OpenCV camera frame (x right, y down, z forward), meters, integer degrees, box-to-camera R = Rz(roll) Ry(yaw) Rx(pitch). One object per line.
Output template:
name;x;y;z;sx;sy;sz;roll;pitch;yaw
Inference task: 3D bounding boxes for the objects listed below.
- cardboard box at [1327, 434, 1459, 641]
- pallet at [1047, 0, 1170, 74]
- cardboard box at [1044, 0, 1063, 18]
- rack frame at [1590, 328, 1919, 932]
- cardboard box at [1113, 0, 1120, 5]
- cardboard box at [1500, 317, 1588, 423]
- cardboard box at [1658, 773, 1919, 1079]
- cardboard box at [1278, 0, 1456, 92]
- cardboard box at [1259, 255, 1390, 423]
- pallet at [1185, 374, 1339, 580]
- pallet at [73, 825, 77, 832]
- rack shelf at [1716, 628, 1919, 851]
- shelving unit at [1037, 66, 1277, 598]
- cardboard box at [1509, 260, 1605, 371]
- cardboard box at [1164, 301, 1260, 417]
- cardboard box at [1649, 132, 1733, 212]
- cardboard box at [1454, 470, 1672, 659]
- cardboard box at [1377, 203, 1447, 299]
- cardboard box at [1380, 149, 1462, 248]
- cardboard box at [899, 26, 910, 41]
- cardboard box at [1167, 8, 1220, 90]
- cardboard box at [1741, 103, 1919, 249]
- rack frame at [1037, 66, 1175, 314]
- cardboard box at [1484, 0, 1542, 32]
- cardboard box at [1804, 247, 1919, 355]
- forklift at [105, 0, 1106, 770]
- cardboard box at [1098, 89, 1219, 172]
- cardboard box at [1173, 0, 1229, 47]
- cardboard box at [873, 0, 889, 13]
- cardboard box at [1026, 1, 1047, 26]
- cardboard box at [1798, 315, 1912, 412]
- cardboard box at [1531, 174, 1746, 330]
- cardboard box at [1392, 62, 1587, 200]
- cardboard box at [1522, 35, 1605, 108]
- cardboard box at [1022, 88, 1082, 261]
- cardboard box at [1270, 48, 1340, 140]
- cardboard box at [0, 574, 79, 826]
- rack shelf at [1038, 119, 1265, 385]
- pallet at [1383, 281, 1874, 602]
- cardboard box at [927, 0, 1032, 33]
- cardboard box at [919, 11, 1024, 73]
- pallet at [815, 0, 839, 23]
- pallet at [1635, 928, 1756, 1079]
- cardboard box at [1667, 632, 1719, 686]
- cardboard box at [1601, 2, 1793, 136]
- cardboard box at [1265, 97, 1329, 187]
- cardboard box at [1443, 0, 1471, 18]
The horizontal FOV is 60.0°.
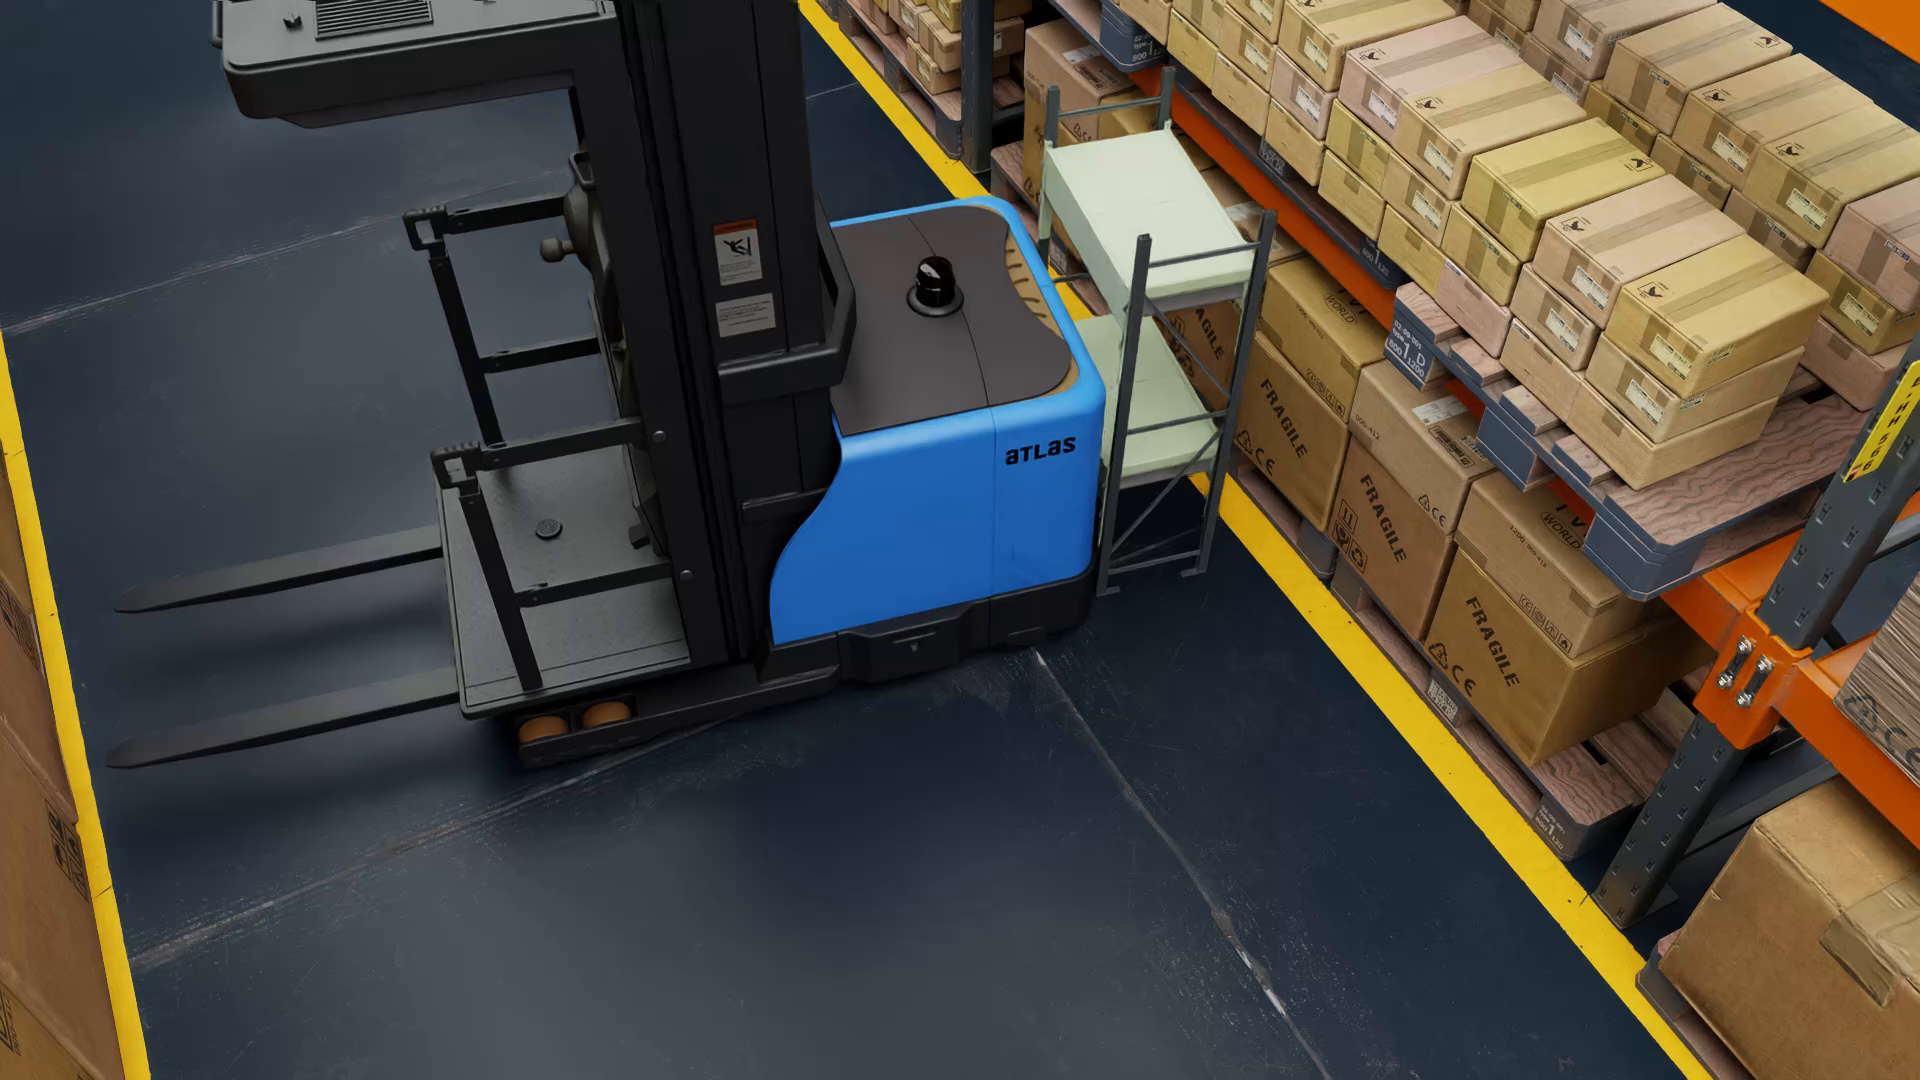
cardboard box;1.538;-0.092;5.219;0.500;0.500;0.500;-19;52;-16
pallet;0.696;-2.130;5.747;1.003;0.211;1.213;-21;52;-18
cardboard box;0.594;-2.405;7.278;0.380;0.149;0.250;-19;51;-16
rack frame;2.306;-0.077;3.825;1.000;3.000;0.127;-21;52;-18
cardboard box;0.604;-1.867;5.278;0.380;0.149;0.250;-21;52;-17
cardboard box;1.559;-0.472;4.058;0.380;0.149;0.250;-21;52;-18
cardboard box;2.505;0.963;4.130;1.050;0.750;0.750;-22;52;-18
cardboard box;1.084;-1.365;4.444;0.380;0.149;0.250;-19;51;-16
cardboard box;1.300;-0.687;5.241;0.500;0.250;0.500;-20;52;-17
pallet;1.395;-0.498;6.046;1.003;0.211;1.213;-21;52;-18
pallet;-2.999;1.112;4.637;1.003;0.211;1.213;-21;52;-18
rack shelf;3.221;1.498;2.925;1.077;0.370;4.000;-21;52;-18
shelving unit;0.548;-0.617;5.288;0.431;1.500;0.755;-12;50;-12
cardboard box;1.551;-0.583;3.957;0.380;0.149;0.250;-19;52;-16
cardboard box;1.073;-0.785;5.825;0.500;0.500;0.500;-20;52;-17
cardboard box;2.012;-0.982;4.306;0.380;0.149;0.250;-23;53;-19
cardboard box;1.760;-0.007;4.647;0.500;0.250;0.500;-22;52;-18
cardboard box;1.331;-0.812;4.355;0.380;0.149;0.250;-22;52;-18
cardboard box;1.315;-0.926;4.257;0.380;0.149;0.250;-21;52;-17
cardboard box;-0.051;-2.302;7.386;0.380;0.149;0.250;-20;52;-17
cardboard box;0.849;-1.516;4.971;0.380;0.149;0.250;-22;52;-18
cardboard box;2.141;-0.884;4.023;0.380;0.149;0.250;-22;53;-18
rack frame;0.439;-0.880;5.518;0.400;1.500;0.023;-12;50;-12
cardboard box;1.664;-1.584;4.635;0.380;0.149;0.250;-20;52;-16
cardboard box;2.263;-0.623;3.993;0.380;0.149;0.250;-19;52;-16
forklift;-1.144;-0.714;4.427;3.031;2.935;1.130;-12;50;-11
cardboard box;0.825;-1.376;5.844;0.500;0.250;0.500;-20;52;-17
cardboard box;0.852;-1.610;4.855;0.380;0.149;0.250;-22;52;-18
cardboard box;-0.224;-2.504;7.364;0.380;0.149;0.250;-23;53;-19
cardboard box;0.473;-2.487;7.547;0.380;0.149;0.250;-20;52;-16
cardboard box;2.281;-0.502;4.084;0.380;0.149;0.250;-22;52;-18
cardboard box;1.561;-0.668;3.834;0.380;0.149;0.250;-22;52;-18
cardboard box;1.316;-1.021;4.143;0.380;0.149;0.250;-20;52;-16
cardboard box;1.783;-1.318;4.600;0.380;0.149;0.250;-21;52;-17
cardboard box;0.578;-1.484;6.437;0.500;0.500;0.500;-19;52;-16
cardboard box;1.083;-1.267;4.556;0.380;0.149;0.250;-20;52;-17
cardboard box;-3.261;0.467;4.482;1.225;0.875;0.875;-23;53;-19
rack shelf;0.555;-0.876;4.996;0.431;0.370;0.720;-12;50;-12
pallet;1.885;-0.455;4.282;1.213;0.211;1.003;-21;52;-18
cardboard box;0.081;-2.299;6.987;0.380;0.149;0.250;-20;52;-17
cardboard box;0.049;-2.154;7.058;0.380;0.149;0.250;-20;52;-17
pallet;-0.425;-3.091;8.314;1.003;0.211;1.213;-21;52;-18
pallet;2.600;1.394;4.390;1.003;0.211;1.213;-21;52;-18
cardboard box;2.209;0.046;5.099;0.500;0.500;0.500;-23;53;-19
cardboard box;1.912;-1.227;4.323;0.380;0.149;0.250;-23;53;-19
cardboard box;1.089;-1.165;4.664;0.380;0.149;0.250;-20;52;-16
cardboard box;1.546;-1.664;4.903;0.380;0.149;0.250;-19;52;-16
